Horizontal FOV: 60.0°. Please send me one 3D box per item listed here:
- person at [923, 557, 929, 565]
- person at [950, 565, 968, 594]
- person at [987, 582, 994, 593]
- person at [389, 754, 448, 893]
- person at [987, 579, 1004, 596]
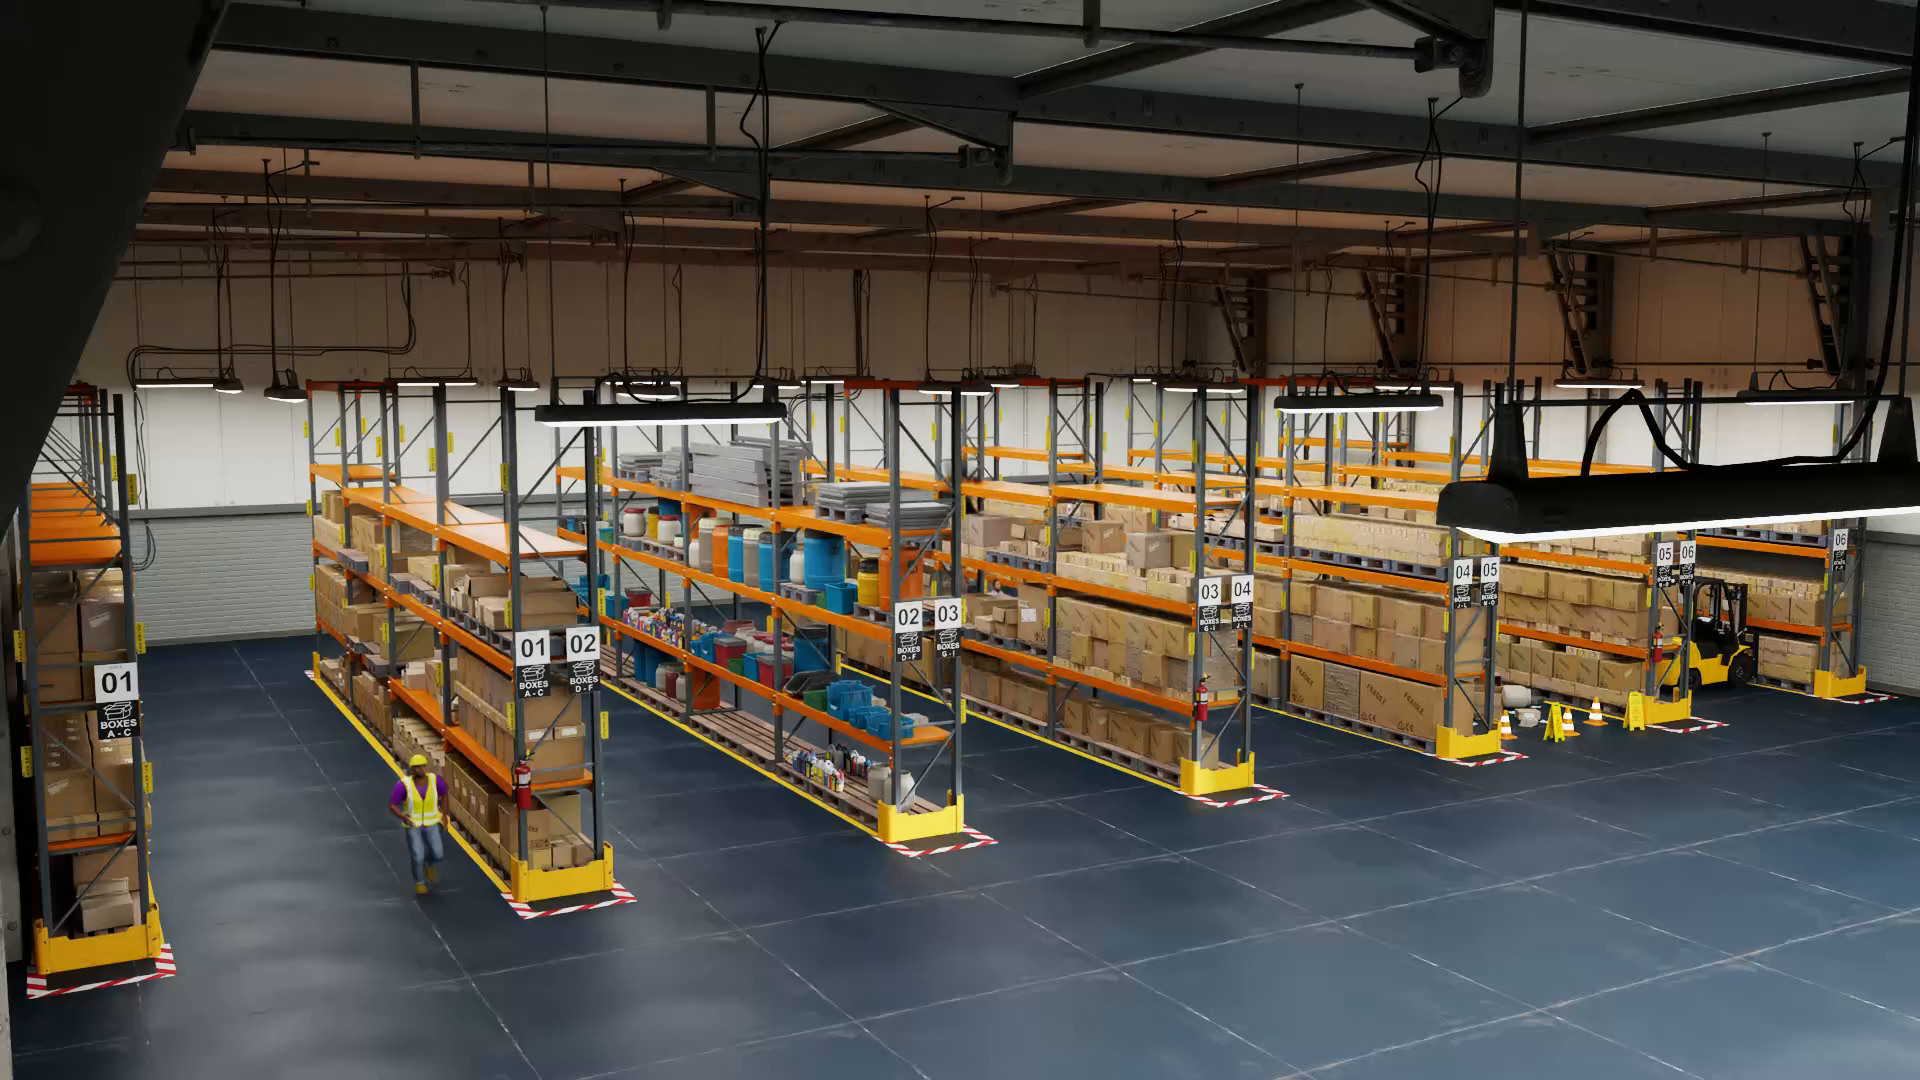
[{"bbox_3d":[-0.989,1.167,40.477,0.742,1.713,0.535,3,7,23],"label":"person"},{"bbox_3d":[-0.124,1.382,38.432,0.670,1.757,0.657,-2,7,-22],"label":"person"},{"bbox_3d":[0.879,1.002,42.163,0.559,1.706,0.724,2,6,19],"label":"person"},{"bbox_3d":[-6.397,3.382,19.774,0.713,1.700,0.588,-4,7,-30],"label":"person"},{"bbox_3d":[0.752,1.622,34.200,0.607,1.641,0.782,-4,7,-36],"label":"person"}]
